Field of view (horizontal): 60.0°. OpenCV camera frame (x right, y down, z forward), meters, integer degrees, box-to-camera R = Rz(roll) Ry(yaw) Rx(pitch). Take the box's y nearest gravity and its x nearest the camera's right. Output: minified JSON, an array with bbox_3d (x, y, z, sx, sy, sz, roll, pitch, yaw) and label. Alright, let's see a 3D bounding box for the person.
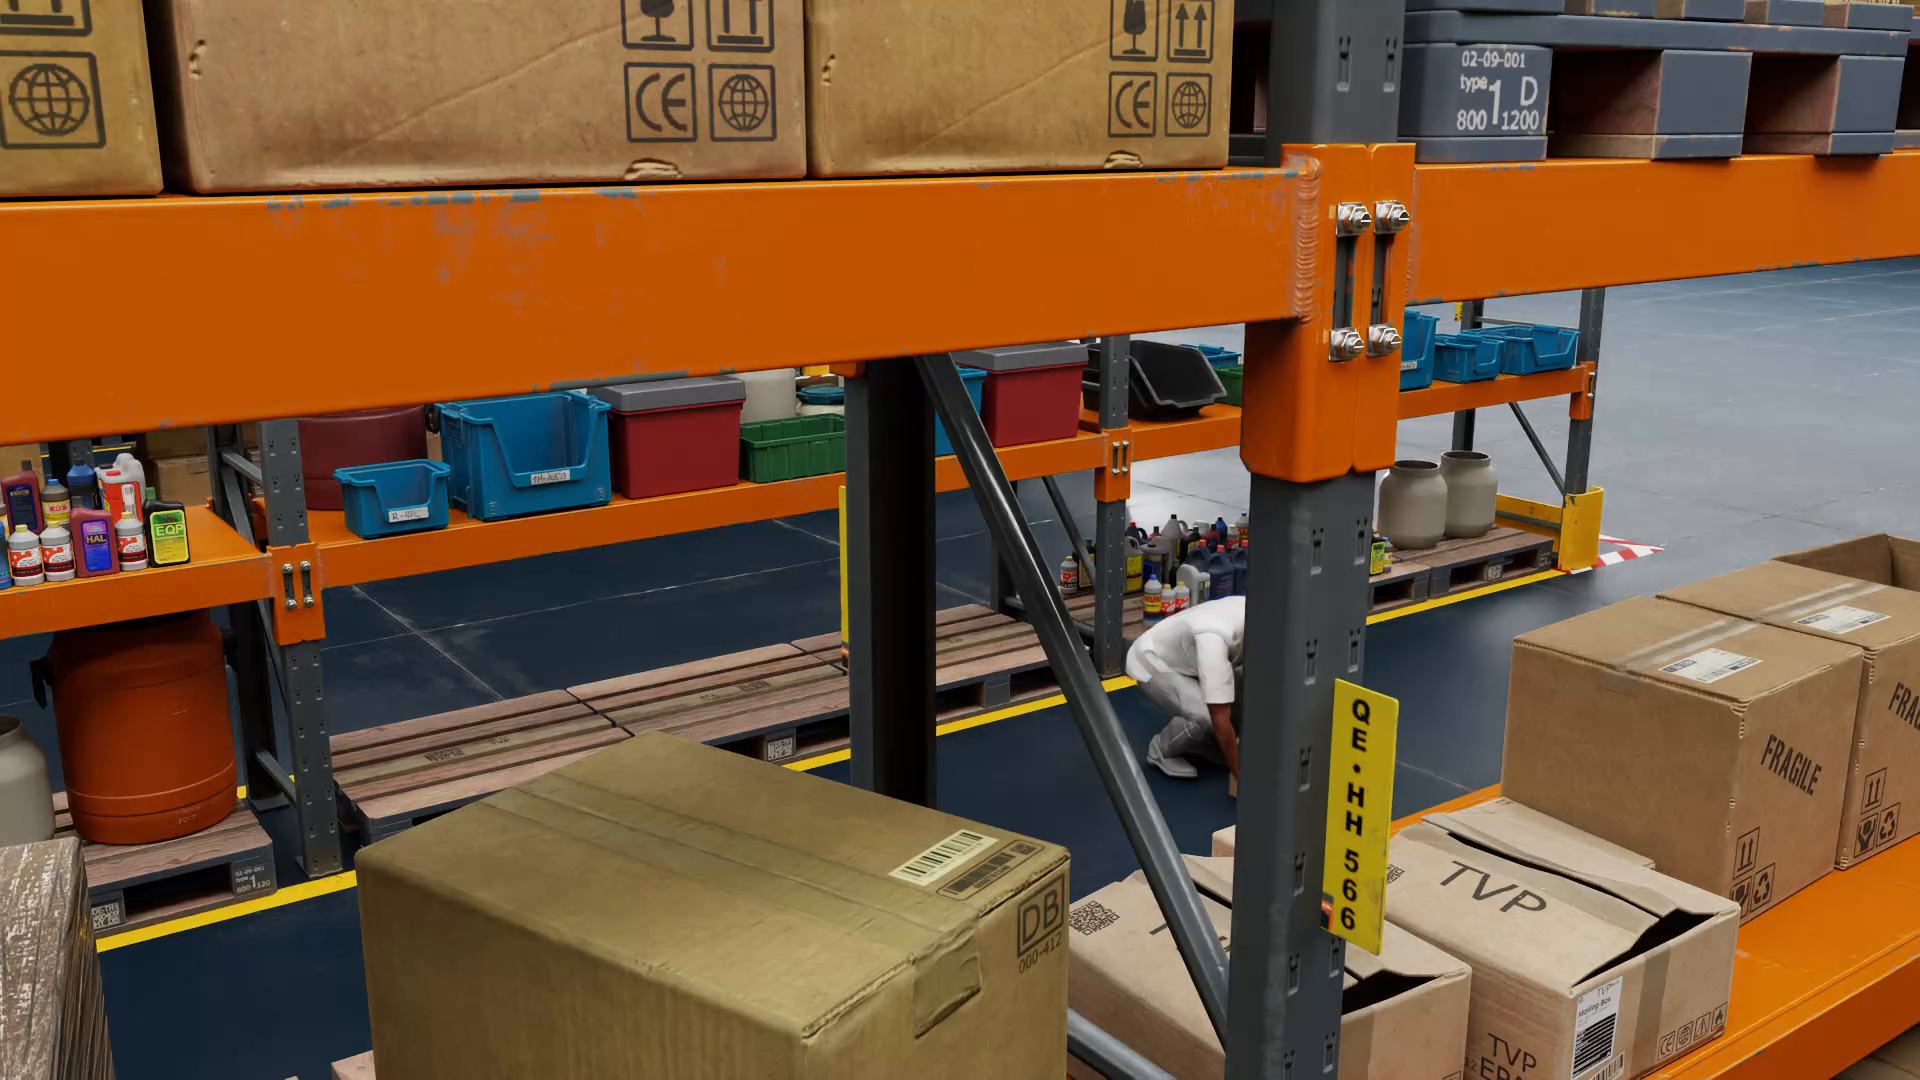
[{"bbox_3d":[1.168,0.612,7.346,0.566,0.894,0.896,-10,18,-35],"label":"person"}]
